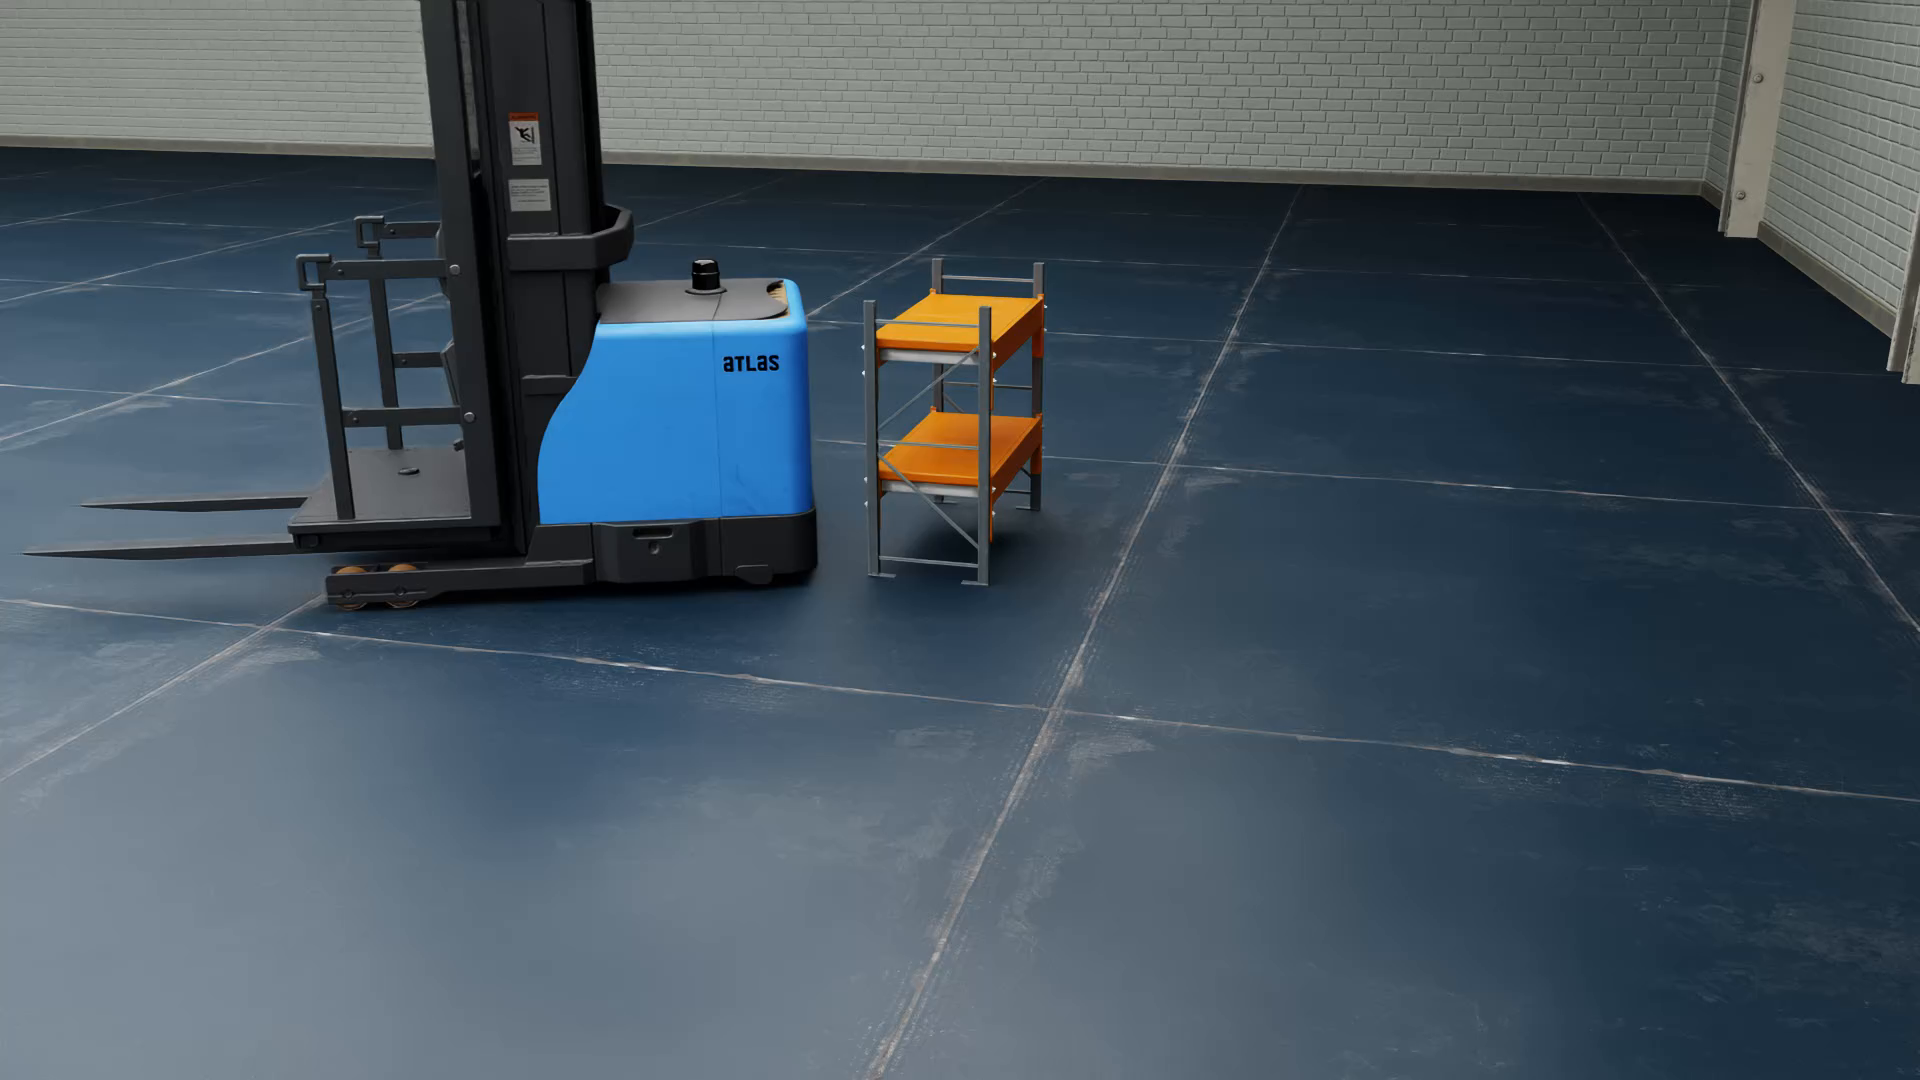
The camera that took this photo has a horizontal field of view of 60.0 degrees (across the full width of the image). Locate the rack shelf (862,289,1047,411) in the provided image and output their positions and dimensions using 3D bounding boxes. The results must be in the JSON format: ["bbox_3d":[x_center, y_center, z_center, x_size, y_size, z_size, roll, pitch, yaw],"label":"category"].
[{"bbox_3d":[-0.002,-0.807,6.905,0.538,0.278,1.000,5,19,13],"label":"rack shelf"}]

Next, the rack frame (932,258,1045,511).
[{"bbox_3d":[0.123,-0.690,7.466,0.500,1.125,0.032,5,19,13],"label":"rack frame"}]

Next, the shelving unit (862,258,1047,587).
[{"bbox_3d":[-0.002,-0.530,7.000,0.538,1.125,1.048,5,19,13],"label":"shelving unit"}]

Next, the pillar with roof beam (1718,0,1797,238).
[{"bbox_3d":[3.123,-7.464,15.117,9.100,9.000,0.400,5,19,13],"label":"pillar with roof beam"}]

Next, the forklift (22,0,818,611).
[{"bbox_3d":[-2.129,-1.297,6.451,3.031,2.935,1.130,-2,19,-7],"label":"forklift"}]

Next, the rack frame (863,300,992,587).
[{"bbox_3d":[-0.126,-0.371,6.533,0.500,1.125,0.032,5,19,13],"label":"rack frame"}]

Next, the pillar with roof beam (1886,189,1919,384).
[{"bbox_3d":[1.657,-5.583,9.611,9.100,9.000,0.400,5,19,13],"label":"pillar with roof beam"}]

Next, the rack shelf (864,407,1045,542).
[{"bbox_3d":[-0.002,-0.299,7.079,0.538,0.278,1.000,5,19,13],"label":"rack shelf"}]
